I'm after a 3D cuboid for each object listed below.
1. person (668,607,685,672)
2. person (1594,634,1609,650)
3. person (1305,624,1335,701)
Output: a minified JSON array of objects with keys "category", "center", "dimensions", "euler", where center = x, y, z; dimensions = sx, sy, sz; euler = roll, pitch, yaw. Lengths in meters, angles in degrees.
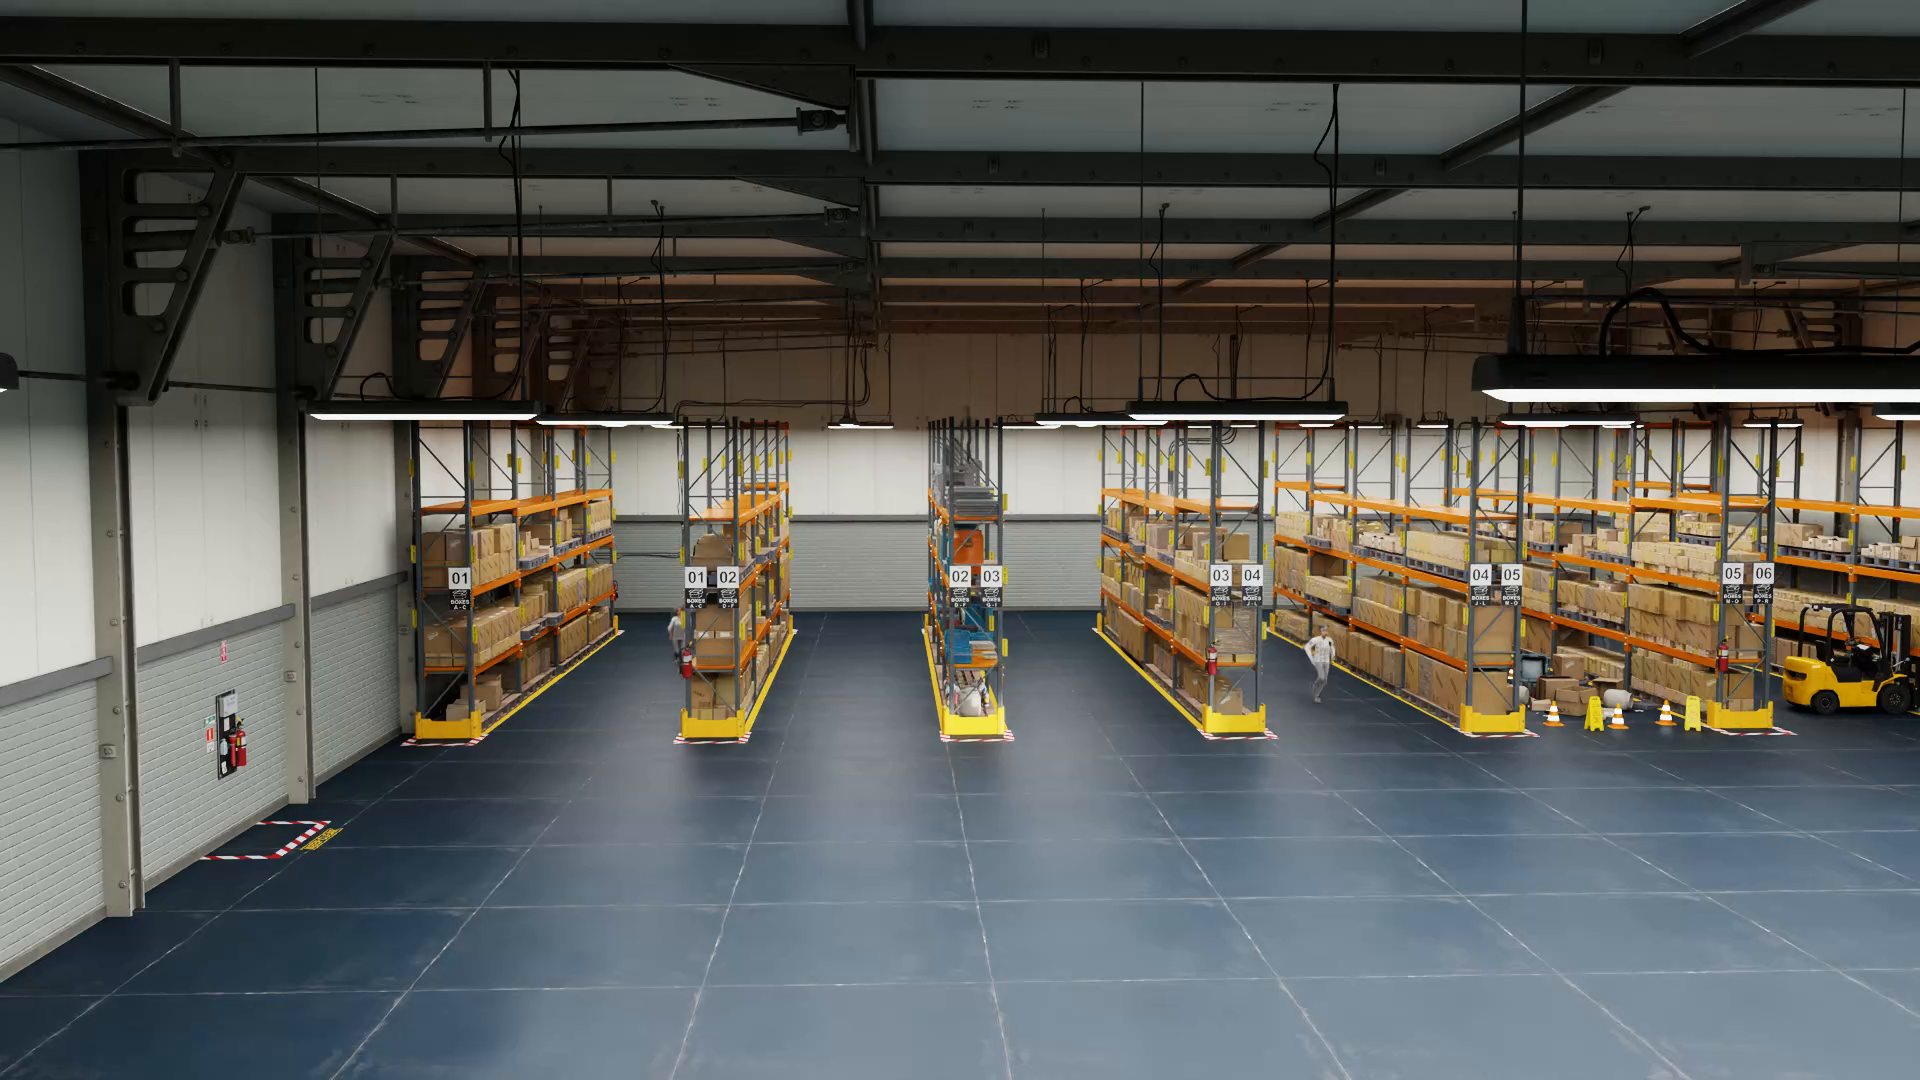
[{"category":"person","center":[-6.669,2.369,39.535],"dimensions":[0.531,1.557,0.539],"euler":[-1,4,-10]},{"category":"person","center":[16.149,2.099,41.926],"dimensions":[0.677,1.823,0.738],"euler":[0,4,-6]},{"category":"person","center":[7.657,2.597,35.132],"dimensions":[0.614,1.651,0.599],"euler":[-1,4,-16]}]
